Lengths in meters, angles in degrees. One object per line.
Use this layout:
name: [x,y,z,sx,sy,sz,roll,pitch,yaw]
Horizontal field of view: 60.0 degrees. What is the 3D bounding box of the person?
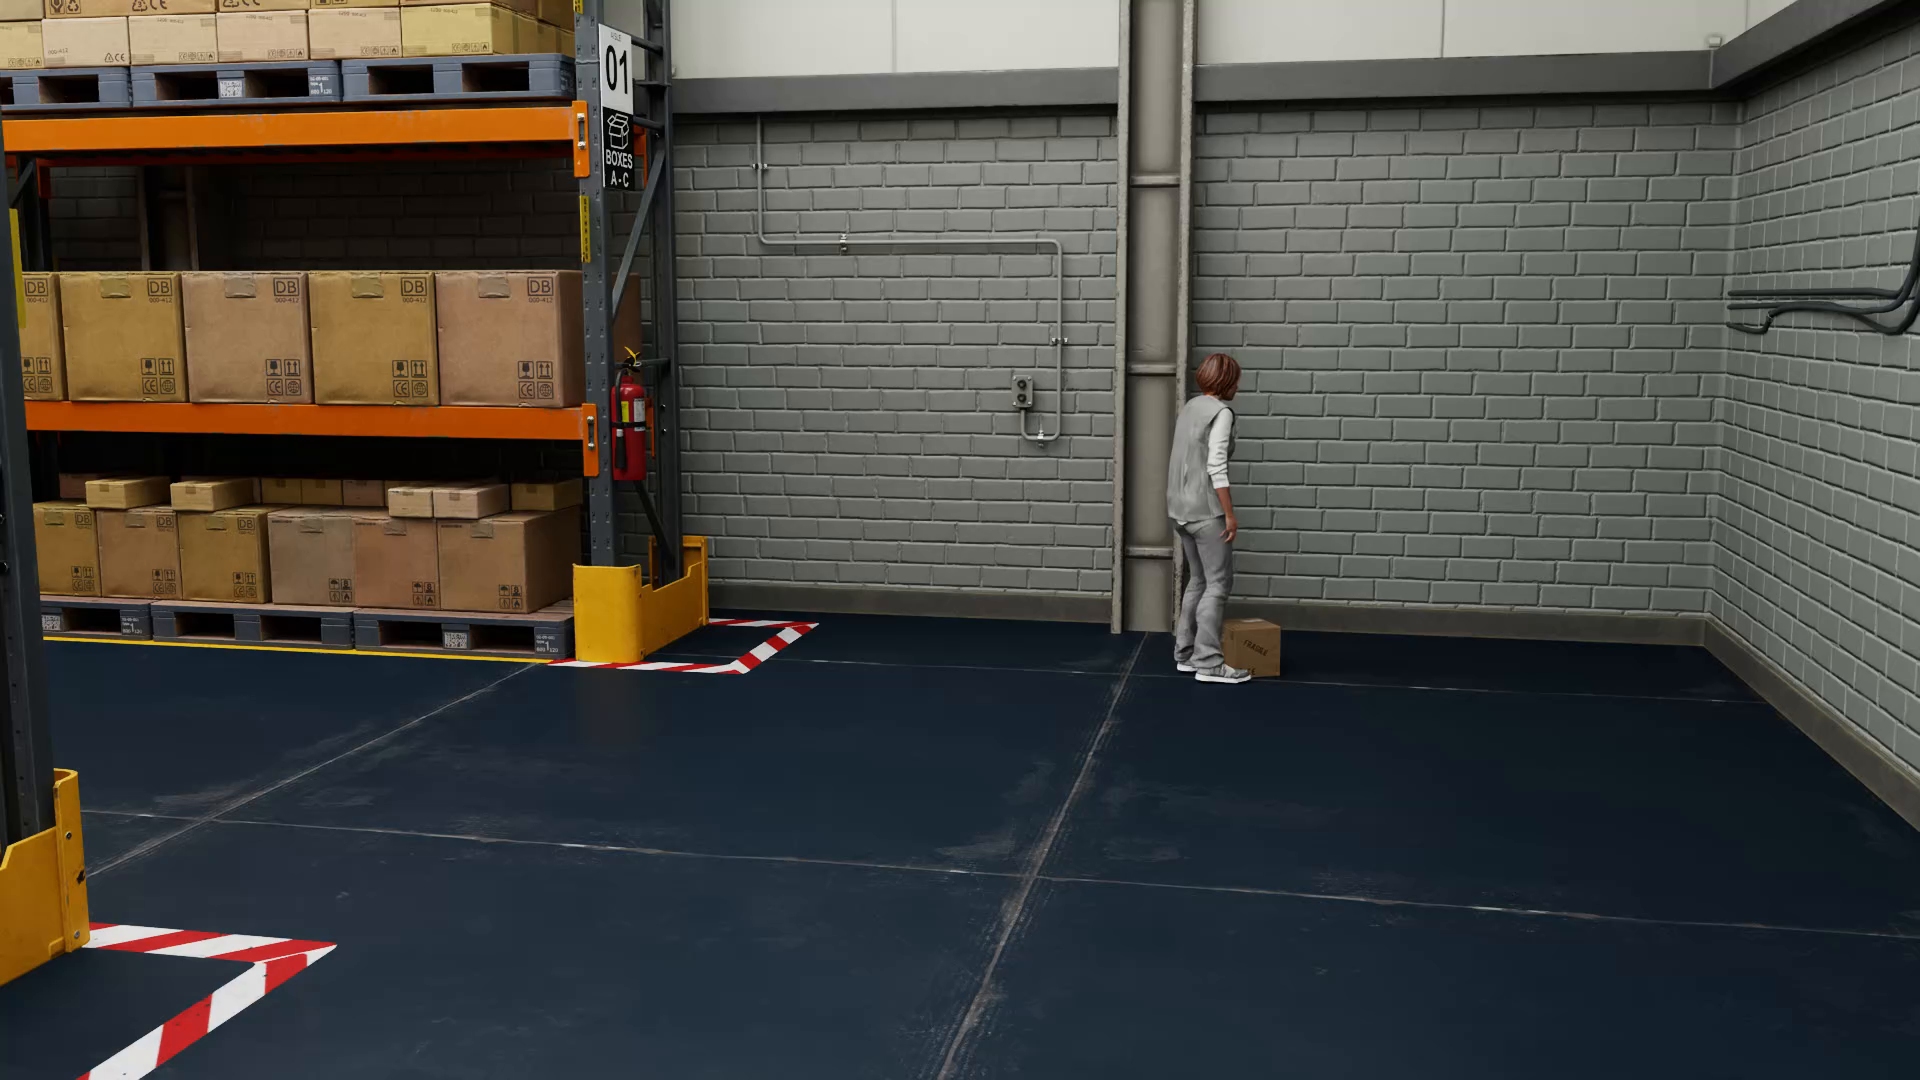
person: [1.206,-0.114,8.157,0.347,1.592,0.478,-3,9,-18]
